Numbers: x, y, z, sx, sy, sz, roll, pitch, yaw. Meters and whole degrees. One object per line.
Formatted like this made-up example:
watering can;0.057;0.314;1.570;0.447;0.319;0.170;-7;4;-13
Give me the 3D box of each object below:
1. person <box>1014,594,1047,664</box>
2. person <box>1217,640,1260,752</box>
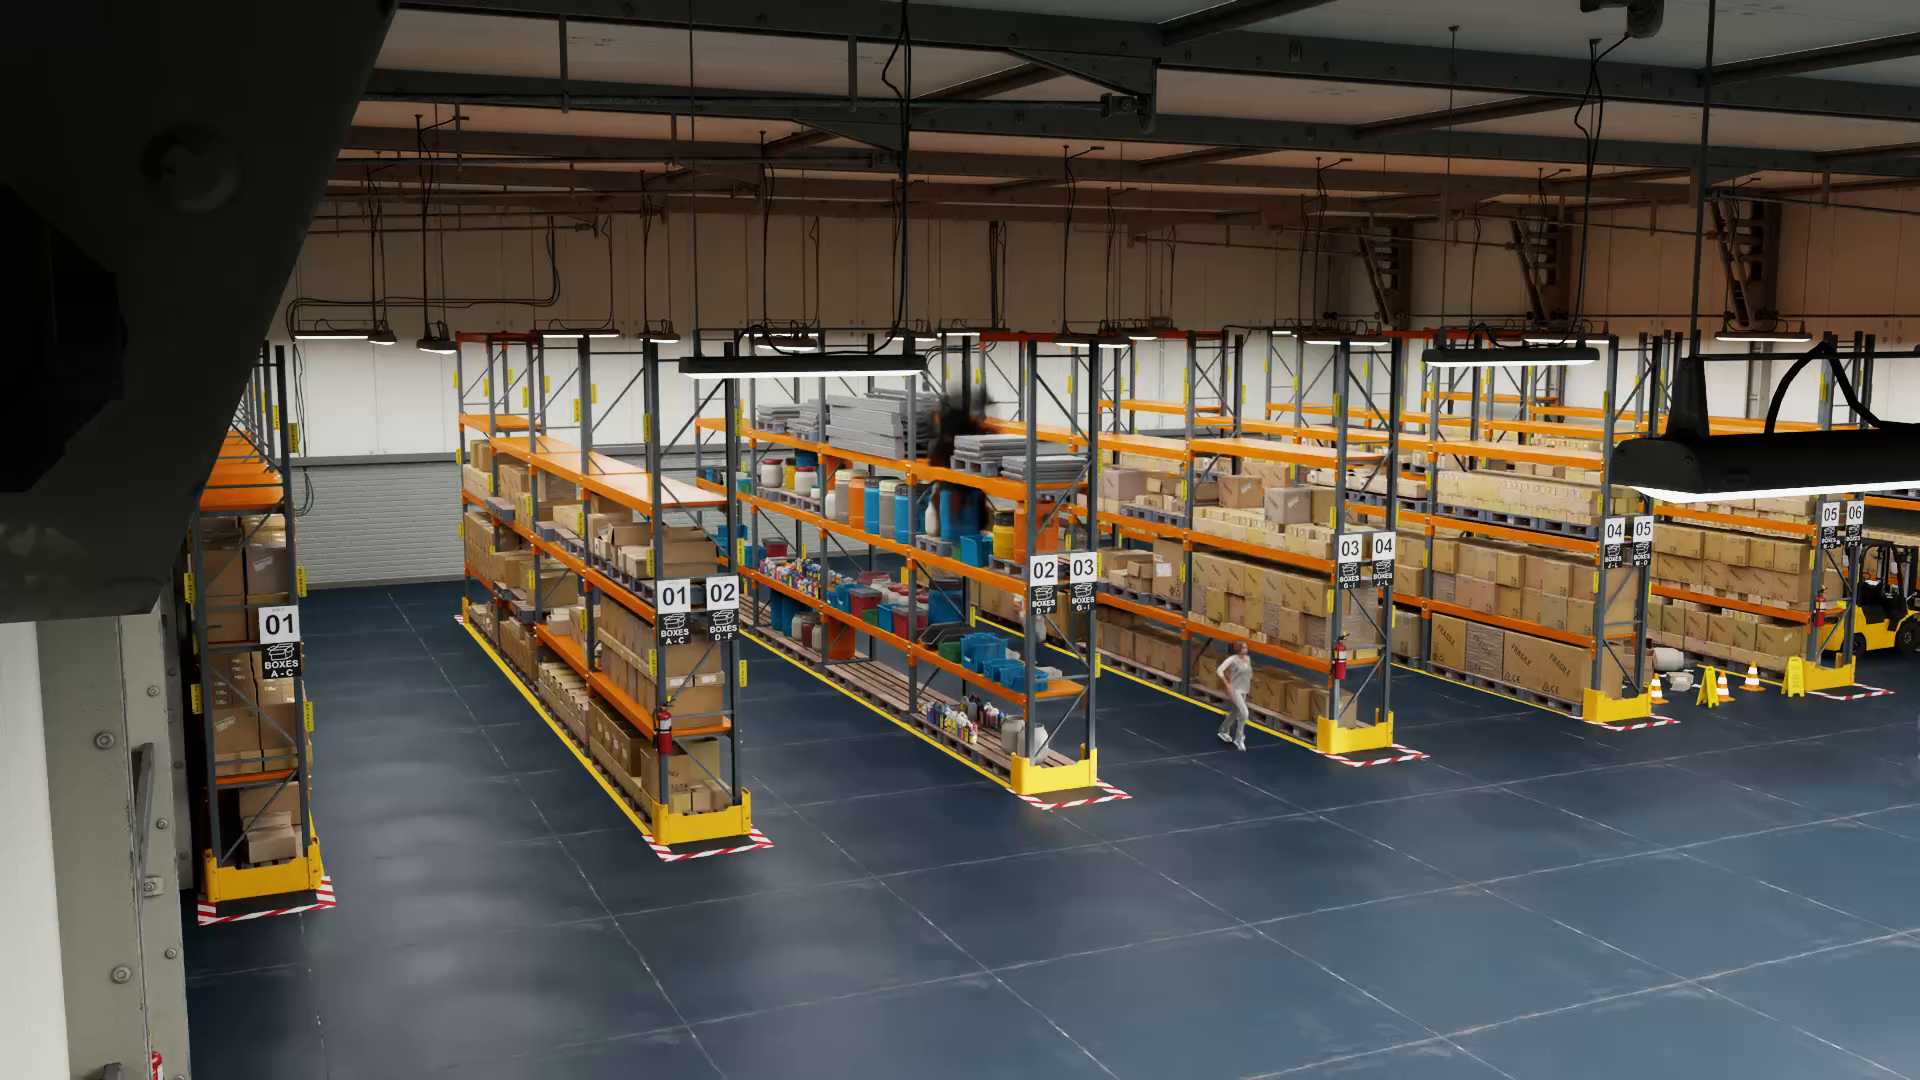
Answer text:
person;1.315;1.389;30.318;0.659;1.732;0.622;-4;9;-27
person;4.073;2.273;24.403;0.516;1.649;0.716;-7;10;-41
